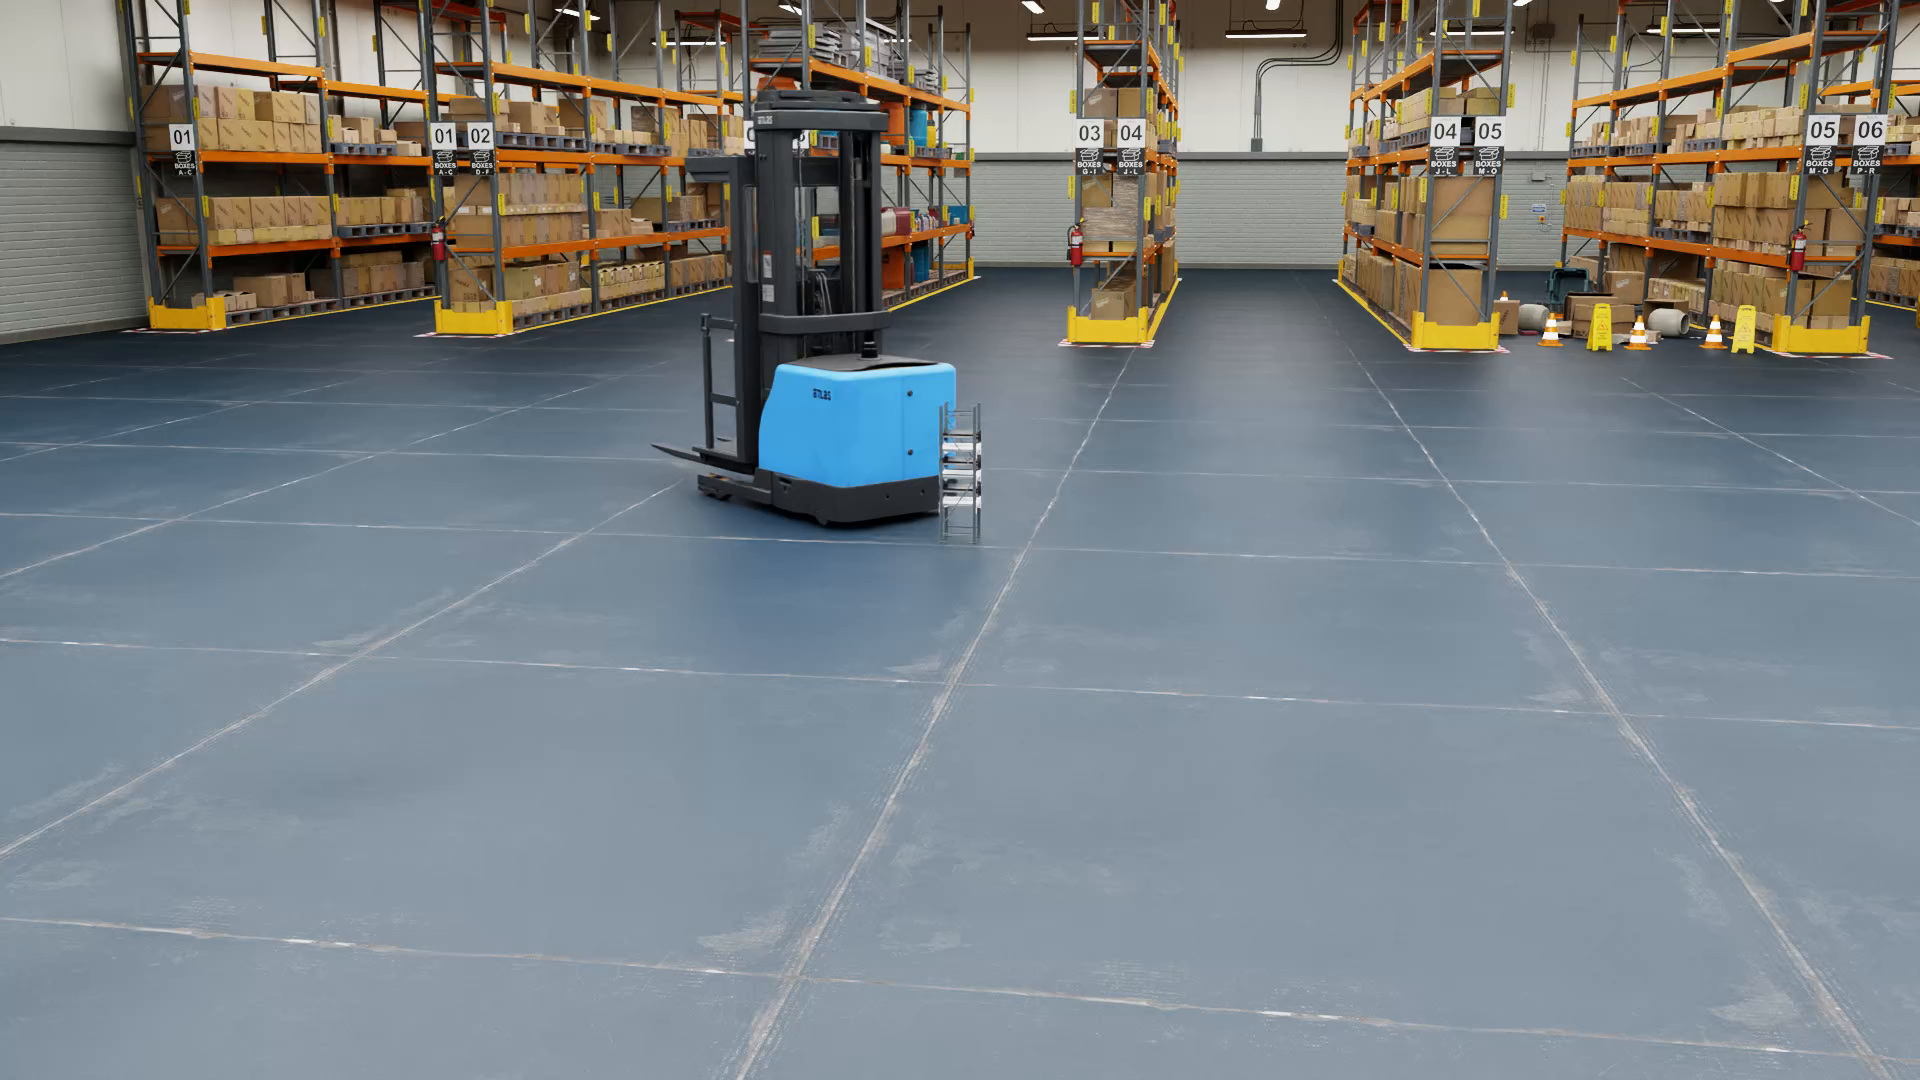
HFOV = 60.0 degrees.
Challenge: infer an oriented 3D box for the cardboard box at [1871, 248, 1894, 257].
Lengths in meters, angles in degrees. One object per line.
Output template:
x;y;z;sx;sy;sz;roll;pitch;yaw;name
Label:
18.409;-5.746;33.226;0.380;0.149;0.250;1;12;6;cardboard box

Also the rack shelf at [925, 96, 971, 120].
-0.564;-9.865;38.066;1.077;0.370;4.000;2;12;9;rack shelf

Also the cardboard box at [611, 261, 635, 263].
-6.751;-5.428;33.257;0.500;0.311;0.500;2;12;11;cardboard box

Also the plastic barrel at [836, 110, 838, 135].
-2.238;-7.222;29.076;0.600;0.901;0.708;2;12;9;plastic barrel

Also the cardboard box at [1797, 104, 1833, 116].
11.730;-5.897;22.820;0.380;0.149;0.250;2;12;9;cardboard box

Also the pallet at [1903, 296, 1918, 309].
18.257;-4.380;30.816;1.003;0.211;1.213;2;12;9;pallet

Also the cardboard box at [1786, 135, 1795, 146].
11.754;-5.563;23.165;0.380;0.149;0.250;2;12;9;cardboard box

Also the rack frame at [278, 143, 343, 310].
-11.891;-5.719;30.410;1.000;3.000;0.127;2;12;9;rack frame

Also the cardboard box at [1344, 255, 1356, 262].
9.018;-6.449;38.154;0.380;0.149;0.250;2;12;8;cardboard box

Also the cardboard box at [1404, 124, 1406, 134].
7.208;-6.483;26.197;0.380;0.149;0.250;2;12;9;cardboard box

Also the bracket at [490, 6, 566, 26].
-10.597;-12.862;40.769;0.076;0.066;4.783;2;12;9;bracket

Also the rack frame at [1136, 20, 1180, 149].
4.638;-10.668;39.135;1.000;3.000;0.127;2;12;9;rack frame

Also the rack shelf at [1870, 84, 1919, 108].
18.412;-8.391;31.225;1.077;0.370;4.000;2;12;9;rack shelf

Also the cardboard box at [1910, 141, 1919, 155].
18.097;-7.306;31.008;0.500;0.250;0.500;2;12;9;cardboard box

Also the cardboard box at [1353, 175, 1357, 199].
8.787;-7.619;35.908;0.500;0.500;0.500;1;12;7;cardboard box

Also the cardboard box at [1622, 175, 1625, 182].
13.696;-7.562;34.813;0.380;0.149;0.250;2;12;10;cardboard box

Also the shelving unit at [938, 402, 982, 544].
0.001;-0.442;10.906;0.258;0.900;0.210;2;12;9;shelving unit

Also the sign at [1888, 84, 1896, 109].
12.505;-5.960;22.333;0.100;0.325;0.005;2;12;9;sign

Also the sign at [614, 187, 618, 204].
-6.918;-6.935;33.492;0.100;0.325;0.005;2;12;9;sign

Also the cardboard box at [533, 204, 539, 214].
-7.141;-5.435;27.317;0.380;0.149;0.250;2;12;8;cardboard box

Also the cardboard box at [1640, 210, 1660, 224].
13.023;-6.029;31.019;0.500;0.250;0.500;2;12;8;cardboard box

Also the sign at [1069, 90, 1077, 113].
1.632;-6.326;24.006;0.100;0.325;0.005;2;12;9;sign

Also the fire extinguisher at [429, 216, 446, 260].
-8.088;-4.679;25.769;0.296;0.674;0.183;2;12;9;fire extinguisher

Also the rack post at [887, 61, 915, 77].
-1.416;-9.278;32.866;0.954;0.300;0.937;2;12;9;rack post

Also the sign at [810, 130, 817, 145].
-2.174;-6.017;24.653;0.100;0.325;0.005;2;12;9;sign

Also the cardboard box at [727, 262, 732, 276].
-5.487;-6.206;38.006;0.500;0.311;0.500;2;12;9;cardboard box

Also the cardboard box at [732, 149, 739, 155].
-5.365;-8.815;38.011;0.500;0.250;0.500;2;12;9;cardboard box

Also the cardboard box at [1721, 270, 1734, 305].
12.156;-3.918;25.804;0.500;0.500;0.500;2;12;11;cardboard box

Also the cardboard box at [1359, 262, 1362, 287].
8.453;-5.449;34.094;0.500;0.500;0.500;2;12;11;cardboard box

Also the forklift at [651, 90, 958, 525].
-1.322;-1.789;12.339;1.130;2.935;3.031;-9;15;-37;forklift

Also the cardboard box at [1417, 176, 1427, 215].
7.151;-5.018;24.237;0.875;0.550;0.550;2;12;9;cardboard box

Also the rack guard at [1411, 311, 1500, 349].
7.059;-2.996;23.709;1.175;0.500;0.348;2;12;9;rack guard

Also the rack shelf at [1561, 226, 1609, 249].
14.122;-6.646;36.421;1.077;0.370;4.000;2;12;9;rack shelf

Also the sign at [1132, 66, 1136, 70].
4.091;-11.221;39.110;0.100;0.325;0.005;2;12;9;sign

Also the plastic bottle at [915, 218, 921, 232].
-0.887;-6.538;34.506;0.152;0.276;0.135;2;12;9;plastic bottle

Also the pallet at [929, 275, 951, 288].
-0.797;-5.854;37.658;1.003;0.211;1.213;2;12;9;pallet

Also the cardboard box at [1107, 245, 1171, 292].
3.534;-5.380;32.883;1.225;0.875;0.875;1;12;6;cardboard box

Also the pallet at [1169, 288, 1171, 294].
3.979;-5.377;35.441;1.003;0.211;1.213;2;12;9;pallet

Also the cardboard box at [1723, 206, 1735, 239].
12.187;-4.923;25.773;0.500;0.500;0.500;2;12;8;cardboard box

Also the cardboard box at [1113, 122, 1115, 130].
2.178;-6.272;25.266;0.380;0.149;0.250;2;12;9;cardboard box

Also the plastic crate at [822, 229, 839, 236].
-2.004;-5.086;27.827;0.499;0.251;0.616;2;12;9;plastic crate

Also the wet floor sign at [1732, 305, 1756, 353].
10.883;-2.928;23.048;0.267;0.644;0.232;7;14;28;wet floor sign

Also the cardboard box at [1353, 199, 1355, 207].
8.393;-7.027;34.668;0.380;0.149;0.250;3;12;12;cardboard box

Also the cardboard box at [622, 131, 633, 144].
-6.556;-7.665;31.682;0.500;0.250;0.500;2;12;8;cardboard box

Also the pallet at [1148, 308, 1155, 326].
2.724;-3.733;27.816;1.003;0.211;1.213;2;12;9;pallet

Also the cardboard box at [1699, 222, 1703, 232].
12.449;-5.169;27.459;0.380;0.149;0.250;2;12;7;cardboard box

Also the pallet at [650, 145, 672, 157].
-6.396;-7.622;32.568;1.213;0.211;1.003;2;12;11;pallet

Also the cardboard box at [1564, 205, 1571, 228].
14.073;-7.373;37.846;0.500;0.500;0.500;2;12;8;cardboard box

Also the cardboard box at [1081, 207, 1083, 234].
2.247;-4.821;25.299;0.875;0.500;0.500;2;12;9;cardboard box

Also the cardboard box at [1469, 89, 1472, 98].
7.507;-6.375;23.804;0.380;0.149;0.250;2;12;8;cardboard box

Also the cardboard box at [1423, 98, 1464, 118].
6.862;-6.127;23.597;0.500;0.250;0.500;2;12;9;cardboard box

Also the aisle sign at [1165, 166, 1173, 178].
4.945;-9.012;39.518;0.394;0.787;0.004;2;12;9;aisle sign

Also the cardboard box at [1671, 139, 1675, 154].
12.944;-7.036;29.723;0.396;0.266;0.258;2;12;9;cardboard box

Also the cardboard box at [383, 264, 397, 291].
-11.577;-5.185;32.823;0.700;0.500;0.500;2;12;8;cardboard box

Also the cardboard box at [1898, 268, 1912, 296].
18.123;-4.880;31.455;0.500;0.500;0.500;2;12;11;cardboard box

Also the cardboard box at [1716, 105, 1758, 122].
12.548;-6.884;26.868;0.500;0.250;0.500;2;12;10;cardboard box
